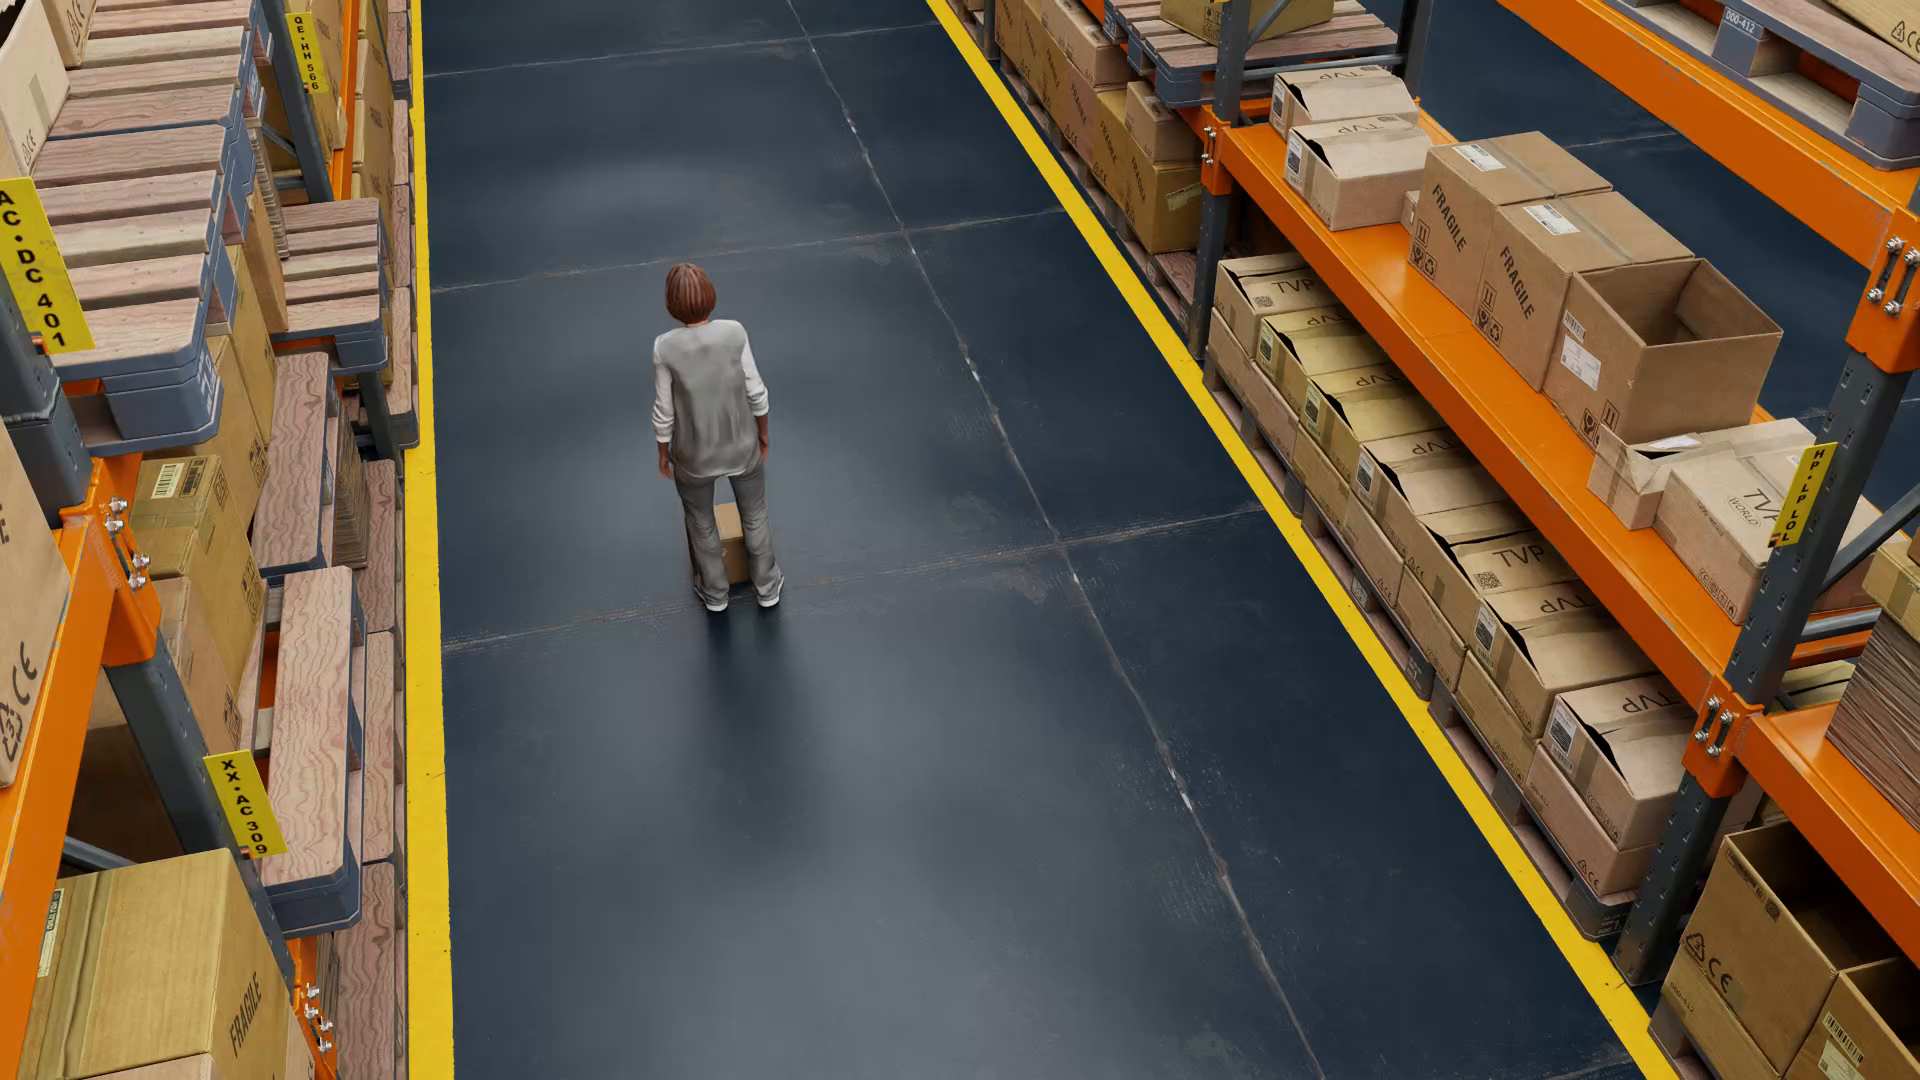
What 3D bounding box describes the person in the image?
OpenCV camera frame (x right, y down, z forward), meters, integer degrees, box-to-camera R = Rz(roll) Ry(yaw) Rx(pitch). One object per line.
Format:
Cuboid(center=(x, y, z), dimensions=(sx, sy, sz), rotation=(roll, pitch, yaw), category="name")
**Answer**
Cuboid(center=(-0.975, -0.364, 6.626), dimensions=(0.477, 1.580, 0.377), rotation=(-12, 40, -14), category="person")
